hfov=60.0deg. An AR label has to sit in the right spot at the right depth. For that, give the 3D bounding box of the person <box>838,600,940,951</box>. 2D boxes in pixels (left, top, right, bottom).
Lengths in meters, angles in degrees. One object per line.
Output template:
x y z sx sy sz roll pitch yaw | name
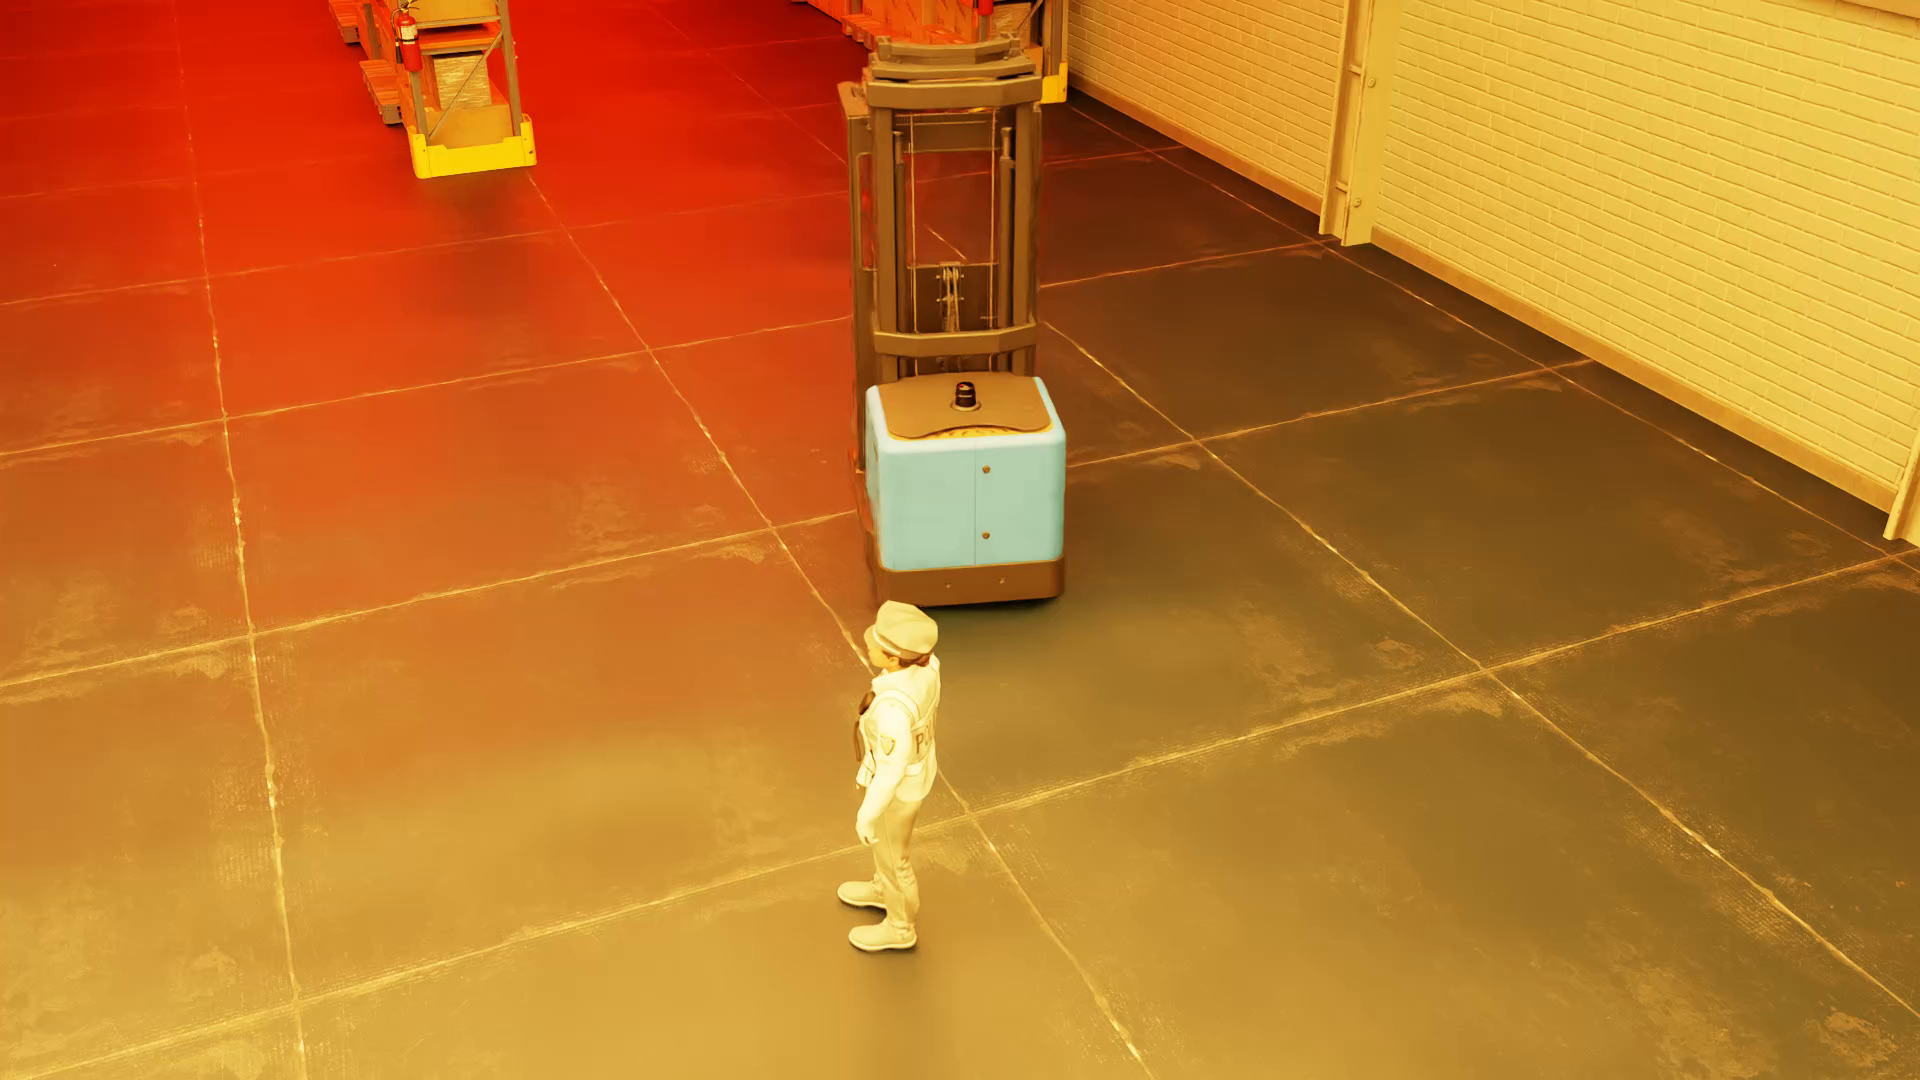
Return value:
-0.332 0.963 6.675 0.522 1.697 0.591 7 30 12 | person

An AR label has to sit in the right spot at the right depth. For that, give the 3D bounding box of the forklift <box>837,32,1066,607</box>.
-0.125 -1.601 9.919 1.130 2.935 3.031 -4 30 -7 | forklift
